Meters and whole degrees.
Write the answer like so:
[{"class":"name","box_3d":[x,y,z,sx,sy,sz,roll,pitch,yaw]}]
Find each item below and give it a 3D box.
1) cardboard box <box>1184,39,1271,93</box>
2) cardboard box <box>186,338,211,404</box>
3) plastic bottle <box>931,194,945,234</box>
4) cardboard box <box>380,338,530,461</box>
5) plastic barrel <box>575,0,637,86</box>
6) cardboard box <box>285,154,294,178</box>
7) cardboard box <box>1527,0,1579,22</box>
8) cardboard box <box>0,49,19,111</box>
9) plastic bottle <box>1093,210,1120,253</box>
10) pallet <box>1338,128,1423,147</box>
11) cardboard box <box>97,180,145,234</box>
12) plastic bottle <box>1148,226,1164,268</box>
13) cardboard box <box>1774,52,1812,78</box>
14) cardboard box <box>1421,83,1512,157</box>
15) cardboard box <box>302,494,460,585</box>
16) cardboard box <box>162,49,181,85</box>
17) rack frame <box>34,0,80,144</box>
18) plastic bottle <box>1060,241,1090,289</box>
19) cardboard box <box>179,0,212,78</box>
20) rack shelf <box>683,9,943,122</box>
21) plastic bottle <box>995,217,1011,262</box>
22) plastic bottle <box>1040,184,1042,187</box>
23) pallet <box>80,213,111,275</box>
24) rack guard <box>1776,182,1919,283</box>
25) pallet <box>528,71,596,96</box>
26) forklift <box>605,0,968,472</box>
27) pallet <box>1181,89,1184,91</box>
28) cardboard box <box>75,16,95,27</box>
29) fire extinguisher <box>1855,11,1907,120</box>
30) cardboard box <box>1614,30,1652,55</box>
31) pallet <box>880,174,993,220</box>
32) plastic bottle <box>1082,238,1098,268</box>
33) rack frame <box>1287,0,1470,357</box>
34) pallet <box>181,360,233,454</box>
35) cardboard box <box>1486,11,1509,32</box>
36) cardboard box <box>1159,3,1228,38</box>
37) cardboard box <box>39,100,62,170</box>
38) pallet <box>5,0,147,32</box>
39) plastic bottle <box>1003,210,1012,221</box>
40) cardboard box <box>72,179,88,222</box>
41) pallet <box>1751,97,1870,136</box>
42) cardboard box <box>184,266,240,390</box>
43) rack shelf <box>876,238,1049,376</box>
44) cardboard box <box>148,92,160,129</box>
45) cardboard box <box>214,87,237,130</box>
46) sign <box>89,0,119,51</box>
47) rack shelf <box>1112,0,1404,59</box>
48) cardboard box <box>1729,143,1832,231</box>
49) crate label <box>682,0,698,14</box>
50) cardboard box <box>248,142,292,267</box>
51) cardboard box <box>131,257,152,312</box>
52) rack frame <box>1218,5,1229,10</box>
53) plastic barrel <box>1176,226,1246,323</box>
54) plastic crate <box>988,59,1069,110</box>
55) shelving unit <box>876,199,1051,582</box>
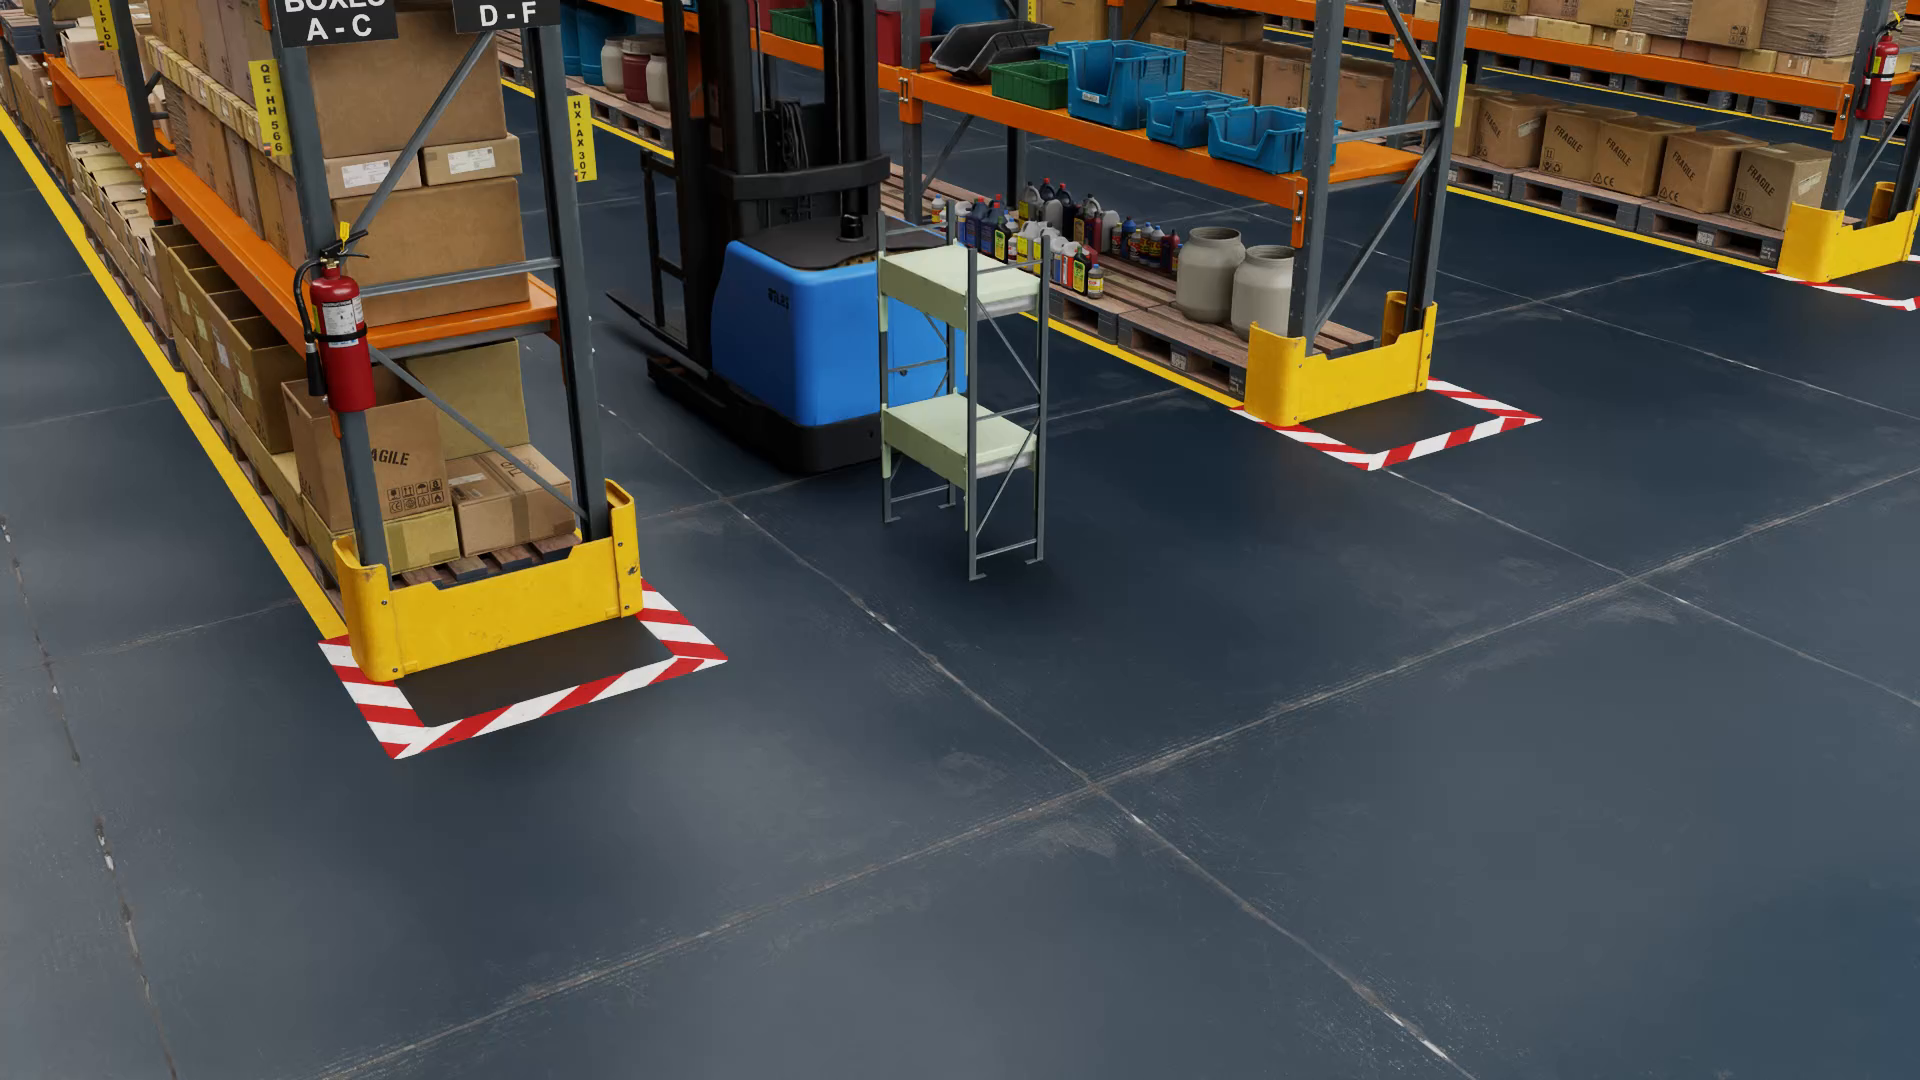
[{"class":"cardboard box","box_3d":[2.701,-4.798,16.812,0.700,0.500,0.500,-18,31,-34]},{"class":"cardboard box","box_3d":[-3.845,-0.951,8.981,0.500,0.250,0.500,-16,29,-30]},{"class":"plastic bottle","box_3d":[-0.154,-2.324,11.839,0.097,0.271,0.097,0,25,0]},{"class":"cardboard box","box_3d":[-2.311,-0.698,7.566,0.500,0.500,0.500,-16,29,-30]},{"class":"plastic barrel","box_3d":[-3.659,-5.225,17.271,0.600,0.901,0.708,-16,29,-30]},{"class":"cardboard box","box_3d":[-2.442,-1.515,6.568,0.380,0.149,0.250,-15,29,-28]},{"class":"cardboard box","box_3d":[4.984,-4.391,13.072,0.875,0.500,0.500,-16,29,-30]},{"class":"cardboard box","box_3d":[-9.029,-4.489,16.158,0.500,0.500,0.500,-16,29,-30]},{"class":"plastic bottle","box_3d":[0.999,-2.135,11.435,0.152,0.276,0.135,-15,29,-29]},{"class":"pallet","box_3d":[3.763,-3.746,15.438,1.003,0.211,1.213,-16,29,-30]},{"class":"cardboard box","box_3d":[-5.405,-2.244,11.062,0.500,0.311,0.500,-16,30,-30]},{"class":"plastic bottle","box_3d":[1.307,-1.953,11.053,0.097,0.271,0.097,0,25,0]},{"class":"cardboard box","box_3d":[5.908,-3.328,11.580,0.380,0.149,0.250,-16,29,-30]},{"class":"cardboard box","box_3d":[4.374,-3.636,14.374,0.500,0.500,0.500,-17,30,-31]},{"class":"cardboard box","box_3d":[-2.470,-0.060,7.093,0.500,0.250,0.500,-16,29,-30]},{"class":"cardboard box","box_3d":[-3.849,-2.437,8.522,0.380,0.149,0.250,-16,30,-31]},{"class":"rack frame","box_3d":[-6.297,-3.852,12.396,1.000,3.000,0.127,-16,29,-30]},{"class":"plastic bottle","box_3d":[0.738,-1.762,10.645,0.152,0.276,0.135,-15,29,-29]},{"class":"cardboard box","box_3d":[-3.316,-2.536,7.972,0.700,0.500,0.500,-16,29,-30]},{"class":"rack shelf","box_3d":[-1.053,-3.965,13.477,1.077,0.370,4.000,-16,29,-30]},{"class":"plastic bottle","box_3d":[0.290,-2.023,11.189,0.061,0.283,0.133,-14,29,-27]},{"class":"plastic bottle","box_3d":[0.578,-2.450,12.092,0.061,0.283,0.133,-14,29,-27]},{"class":"pallet","box_3d":[-5.880,-2.288,12.349,1.003,0.211,1.213,-16,29,-30]},{"class":"rack guard","box_3d":[6.331,-2.195,11.814,1.175,0.500,0.348,-16,29,-30]},{"class":"pallet","box_3d":[-3.942,-4.889,17.860,1.003,0.211,1.213,-16,29,-30]},{"class":"forklift","box_3d":[-1.152,-2.245,9.072,1.130,2.935,3.031,-16,29,-30]},{"class":"pallet","box_3d":[2.431,-4.619,17.286,1.003,0.211,1.213,-16,29,-30]},{"class":"cardboard box","box_3d":[-6.135,-3.672,12.118,0.500,0.311,0.500,-14,28,-26]},{"class":"fire extinguisher","box_3d":[6.049,-3.115,10.925,0.296,0.674,0.183,-16,29,-30]},{"class":"cardboard box","box_3d":[5.137,-3.750,12.475,0.380,0.149,0.250,-16,29,-30]},{"class":"pallet","box_3d":[-0.422,-2.585,12.979,1.003,0.211,1.213,-16,29,-30]},{"class":"plastic bottle","box_3d":[0.827,-1.791,10.696,0.061,0.283,0.133,-16,29,-30]},{"class":"rack frame","box_3d":[2.223,-2.144,8.778,1.000,3.000,0.127,-16,29,-30]},{"class":"pallet","box_3d":[-3.714,-0.866,9.338,1.003,0.211,1.213,-16,29,-30]},{"class":"cardboard box","box_3d":[4.484,-4.206,13.439,0.380,0.149,0.250,-16,29,-30]},{"class":"cardboard box","box_3d":[2.396,-5.334,17.071,0.500,0.250,0.500,-14,29,-28]},{"class":"cardboard box","box_3d":[-7.286,-3.386,13.821,0.500,0.500,0.500,-17,30,-31]},{"class":"pallet","box_3d":[-7.362,-4.460,13.909,1.003,0.211,1.213,-16,29,-30]},{"class":"plastic bottle","box_3d":[0.312,-2.131,11.430,0.097,0.271,0.097,0,25,0]},{"class":"cardboard box","box_3d":[-6.257,-2.543,12.352,0.500,0.250,0.500,-16,29,-30]},{"class":"pallet","box_3d":[8.749,-4.297,16.606,1.003,0.211,1.213,-16,29,-30]},{"class":"cardboard box","box_3d":[-3.576,-1.111,8.439,0.500,0.500,0.500,-16,29,-30]},{"class":"rack shelf","box_3d":[0.004,-1.029,7.258,0.431,0.370,0.720,-16,29,-30]},{"class":"cardboard box","box_3d":[-4.747,-2.632,9.970,0.396,0.266,0.258,-16,30,-31]},{"class":"cardboard box","box_3d":[-3.146,-1.976,7.545,0.380,0.149,0.250,-16,30,-30]},{"class":"sign","box_3d":[-4.563,-2.779,8.860,0.100,0.325,0.005,-16,29,-30]},{"class":"rack shelf","box_3d":[3.097,-5.119,15.922,1.077,0.370,4.000,-16,29,-30]},{"class":"cardboard box","box_3d":[6.046,-2.585,12.148,0.500,0.500,0.500,-10,27,-20]},{"class":"crate label","box_3d":[-2.229,-4.691,14.370,0.303,0.233,0.416,-16,29,-30]},{"class":"cardboard box","box_3d":[-2.731,-1.572,7.448,0.700,0.500,0.500,-15,29,-29]},{"class":"cardboard box","box_3d":[-4.857,-1.630,10.418,0.500,0.250,0.500,-16,30,-30]},{"class":"rack frame","box_3d":[4.033,-8.710,22.687,1.000,3.000,0.127,-16,29,-30]},{"class":"plastic barrel","box_3d":[1.526,-1.606,10.060,0.421,0.512,0.421,0,25,0]},{"class":"plastic crate","box_3d":[0.544,-2.927,10.686,0.450,0.188,0.662,-16,29,-30]},{"class":"shelving unit","box_3d":[0.004,-0.676,7.425,0.431,1.500,0.755,-16,29,-30]}]
